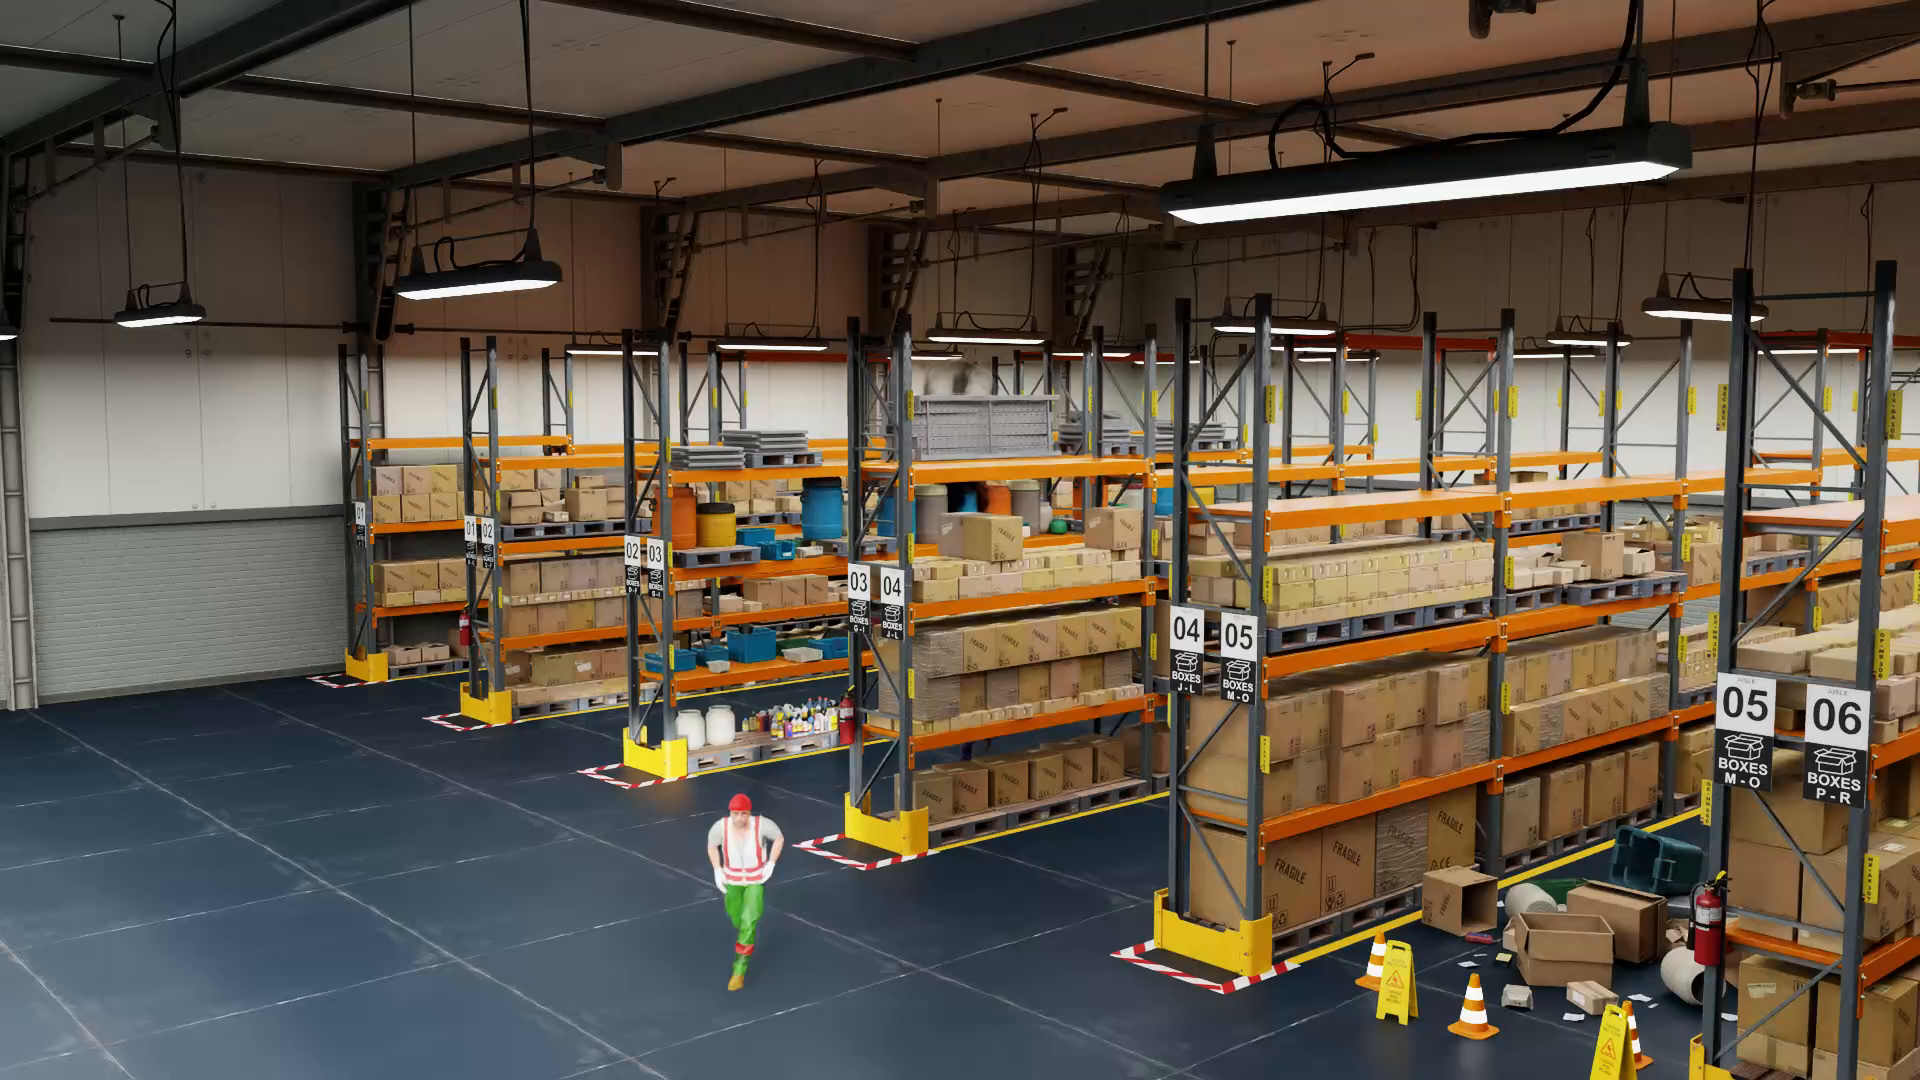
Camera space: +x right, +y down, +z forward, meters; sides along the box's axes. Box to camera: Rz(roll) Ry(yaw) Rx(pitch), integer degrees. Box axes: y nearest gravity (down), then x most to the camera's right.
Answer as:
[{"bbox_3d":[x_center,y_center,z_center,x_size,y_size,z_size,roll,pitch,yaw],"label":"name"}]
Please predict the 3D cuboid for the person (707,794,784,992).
[{"bbox_3d":[-1.889,3.016,14.708,0.669,1.731,0.990,0,5,-5],"label":"person"}]

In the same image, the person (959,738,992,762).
[{"bbox_3d":[0.196,2.359,22.903,0.606,1.599,0.823,5,7,43],"label":"person"}]
